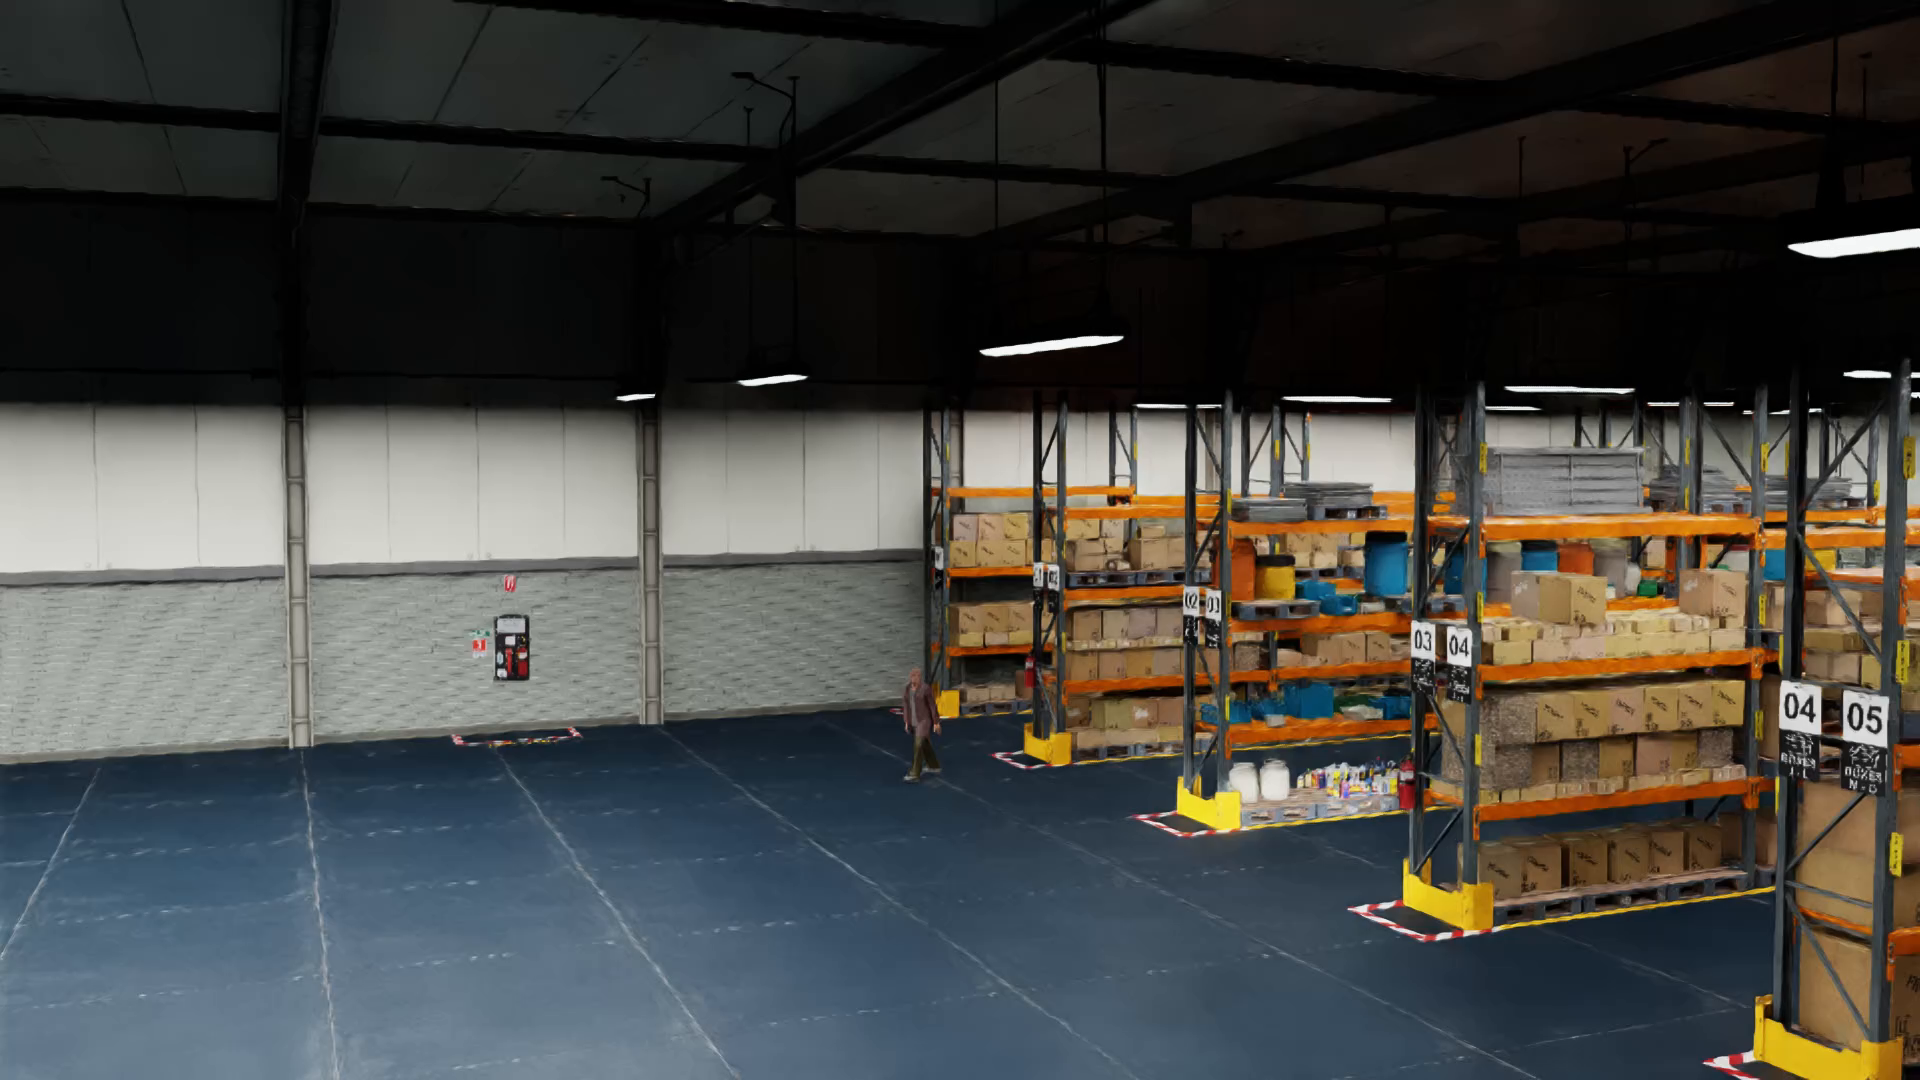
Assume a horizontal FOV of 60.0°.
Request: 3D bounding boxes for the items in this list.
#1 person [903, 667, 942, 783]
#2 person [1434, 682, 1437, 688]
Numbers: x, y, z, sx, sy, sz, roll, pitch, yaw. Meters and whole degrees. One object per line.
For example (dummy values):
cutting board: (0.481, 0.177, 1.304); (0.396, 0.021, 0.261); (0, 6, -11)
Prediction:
person: (-0.628, 2.804, 25.444); (0.631, 1.736, 1.031); (3, 5, 44)
person: (9.044, 2.459, 32.625); (1.090, 1.544, 0.479); (-1, 4, -20)
